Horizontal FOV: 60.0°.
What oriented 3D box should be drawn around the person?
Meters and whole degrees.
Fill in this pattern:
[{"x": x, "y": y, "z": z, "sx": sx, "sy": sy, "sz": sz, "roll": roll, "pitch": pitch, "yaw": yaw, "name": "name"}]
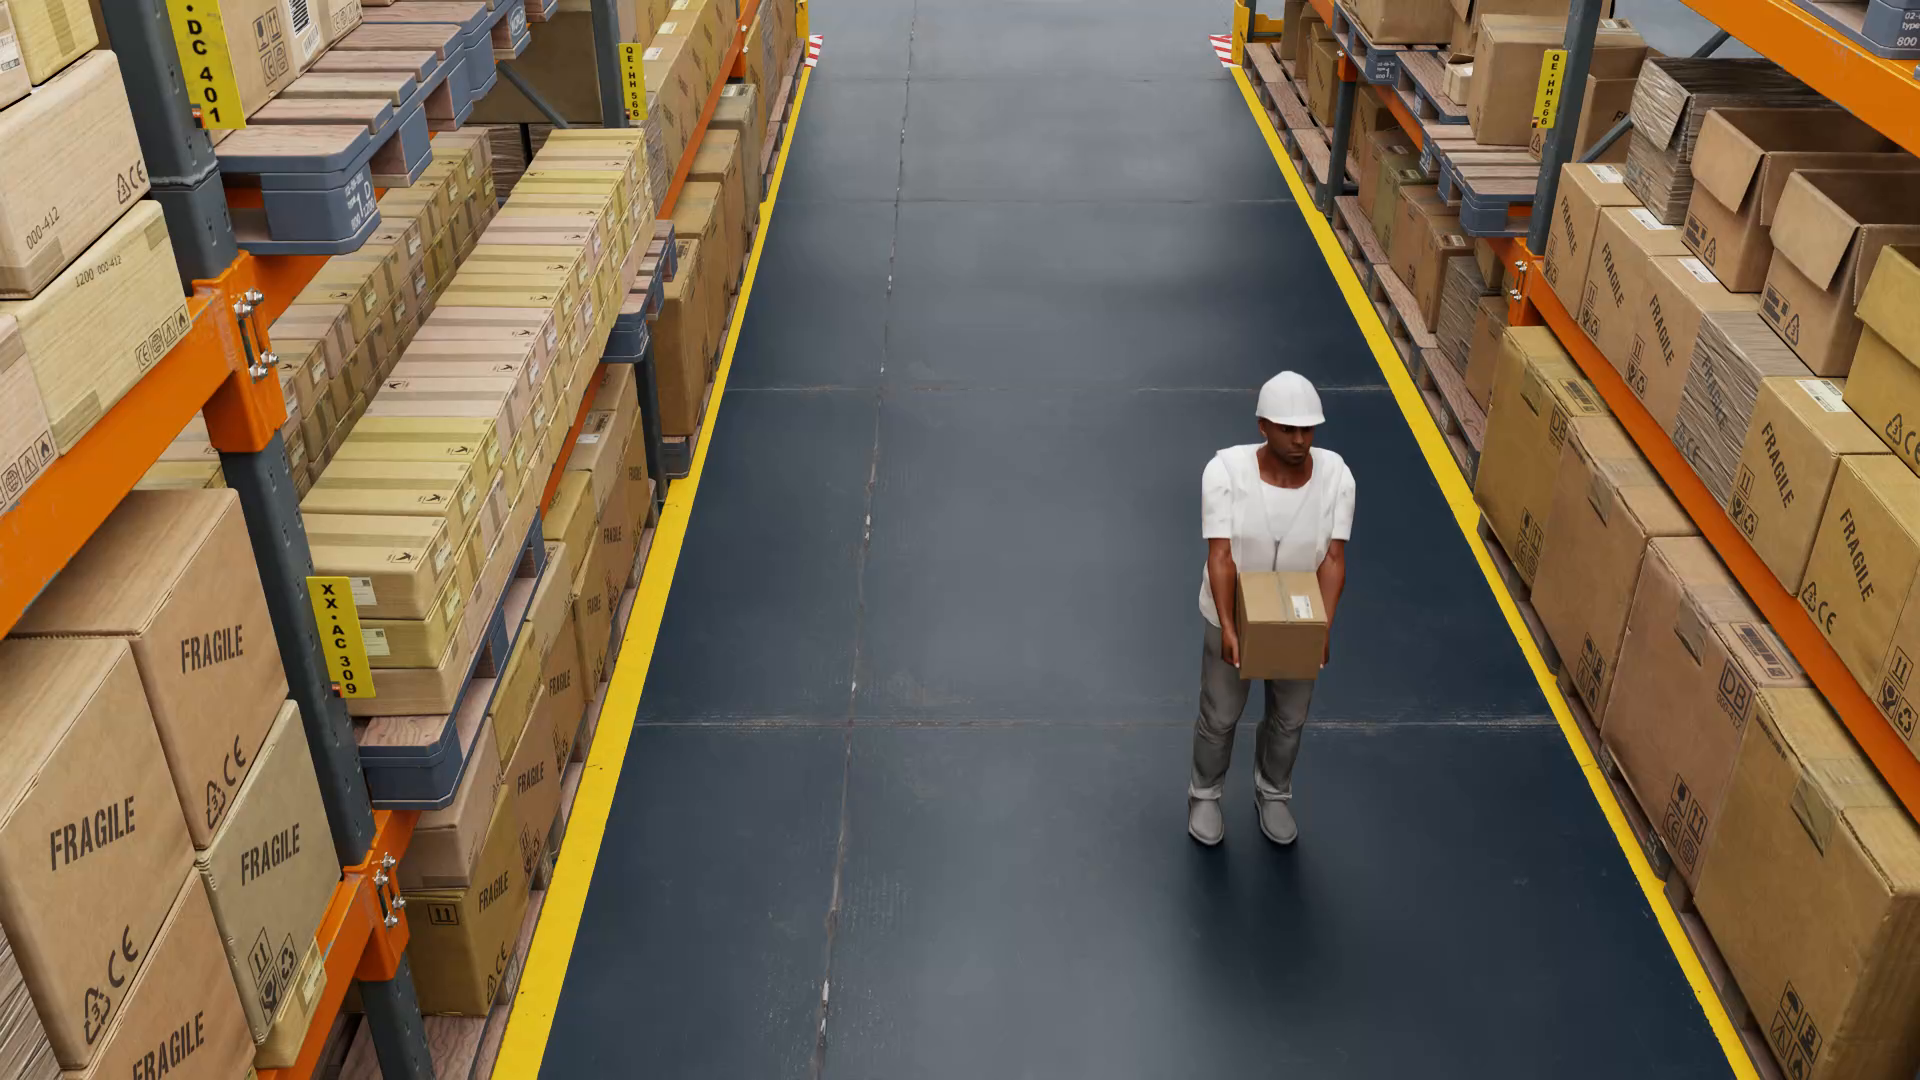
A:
[{"x": 1.046, "y": 0.309, "z": 5.610, "sx": 0.503, "sy": 1.760, "sz": 0.576, "roll": 0, "pitch": 31, "yaw": 1, "name": "person"}]
